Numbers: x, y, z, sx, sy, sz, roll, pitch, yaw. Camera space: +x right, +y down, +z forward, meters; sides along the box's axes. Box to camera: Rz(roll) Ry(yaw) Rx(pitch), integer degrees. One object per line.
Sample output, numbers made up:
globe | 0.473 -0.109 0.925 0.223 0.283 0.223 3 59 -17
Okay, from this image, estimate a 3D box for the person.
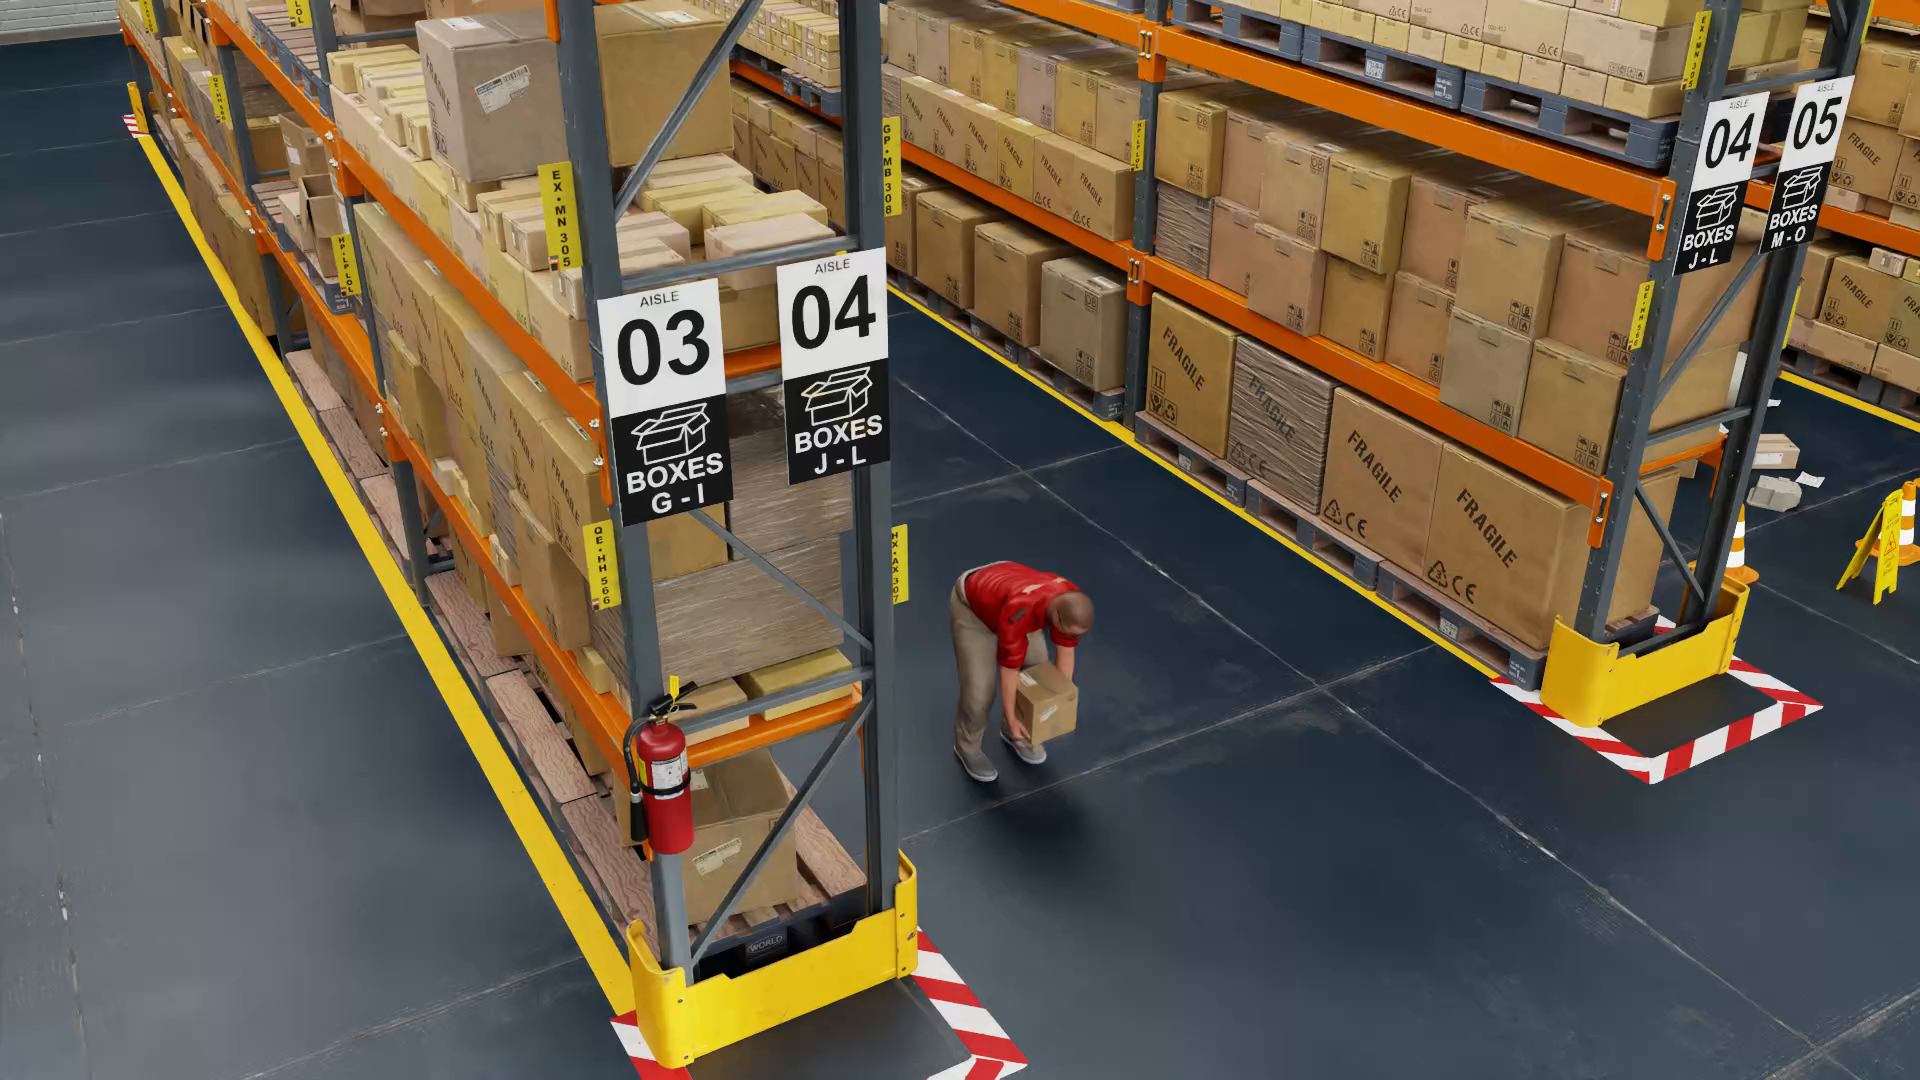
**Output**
person | 0.308 0.640 7.926 0.482 1.245 0.925 -17 33 -28
